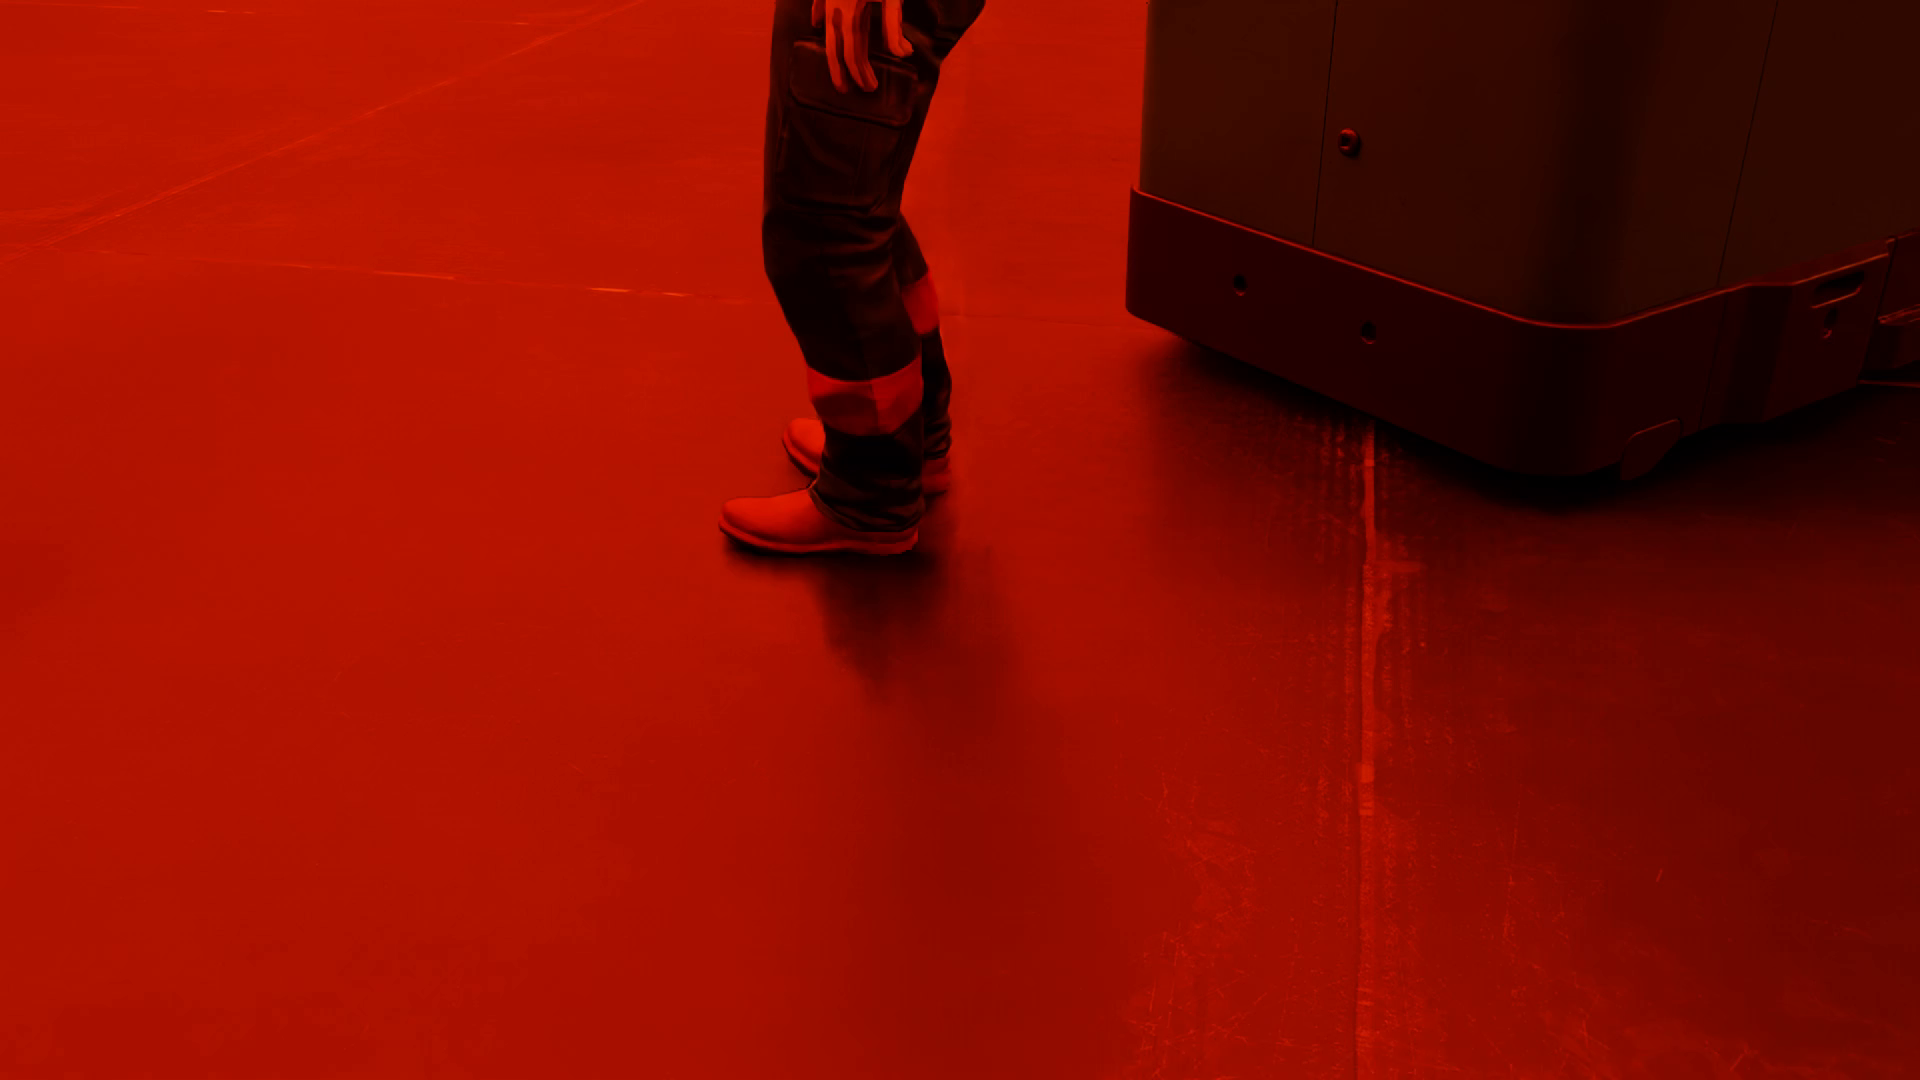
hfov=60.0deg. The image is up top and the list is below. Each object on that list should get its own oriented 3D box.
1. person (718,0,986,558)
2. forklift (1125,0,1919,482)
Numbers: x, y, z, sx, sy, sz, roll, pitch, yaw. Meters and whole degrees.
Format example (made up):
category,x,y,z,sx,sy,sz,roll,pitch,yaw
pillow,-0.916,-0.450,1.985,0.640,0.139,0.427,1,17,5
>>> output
category,x,y,z,sx,sy,sz,roll,pitch,yaw
person,-0.117,-0.782,2.118,0.484,1.777,0.719,4,27,8
forklift,1.823,-1.903,3.019,3.031,2.935,1.130,-17,32,-31
